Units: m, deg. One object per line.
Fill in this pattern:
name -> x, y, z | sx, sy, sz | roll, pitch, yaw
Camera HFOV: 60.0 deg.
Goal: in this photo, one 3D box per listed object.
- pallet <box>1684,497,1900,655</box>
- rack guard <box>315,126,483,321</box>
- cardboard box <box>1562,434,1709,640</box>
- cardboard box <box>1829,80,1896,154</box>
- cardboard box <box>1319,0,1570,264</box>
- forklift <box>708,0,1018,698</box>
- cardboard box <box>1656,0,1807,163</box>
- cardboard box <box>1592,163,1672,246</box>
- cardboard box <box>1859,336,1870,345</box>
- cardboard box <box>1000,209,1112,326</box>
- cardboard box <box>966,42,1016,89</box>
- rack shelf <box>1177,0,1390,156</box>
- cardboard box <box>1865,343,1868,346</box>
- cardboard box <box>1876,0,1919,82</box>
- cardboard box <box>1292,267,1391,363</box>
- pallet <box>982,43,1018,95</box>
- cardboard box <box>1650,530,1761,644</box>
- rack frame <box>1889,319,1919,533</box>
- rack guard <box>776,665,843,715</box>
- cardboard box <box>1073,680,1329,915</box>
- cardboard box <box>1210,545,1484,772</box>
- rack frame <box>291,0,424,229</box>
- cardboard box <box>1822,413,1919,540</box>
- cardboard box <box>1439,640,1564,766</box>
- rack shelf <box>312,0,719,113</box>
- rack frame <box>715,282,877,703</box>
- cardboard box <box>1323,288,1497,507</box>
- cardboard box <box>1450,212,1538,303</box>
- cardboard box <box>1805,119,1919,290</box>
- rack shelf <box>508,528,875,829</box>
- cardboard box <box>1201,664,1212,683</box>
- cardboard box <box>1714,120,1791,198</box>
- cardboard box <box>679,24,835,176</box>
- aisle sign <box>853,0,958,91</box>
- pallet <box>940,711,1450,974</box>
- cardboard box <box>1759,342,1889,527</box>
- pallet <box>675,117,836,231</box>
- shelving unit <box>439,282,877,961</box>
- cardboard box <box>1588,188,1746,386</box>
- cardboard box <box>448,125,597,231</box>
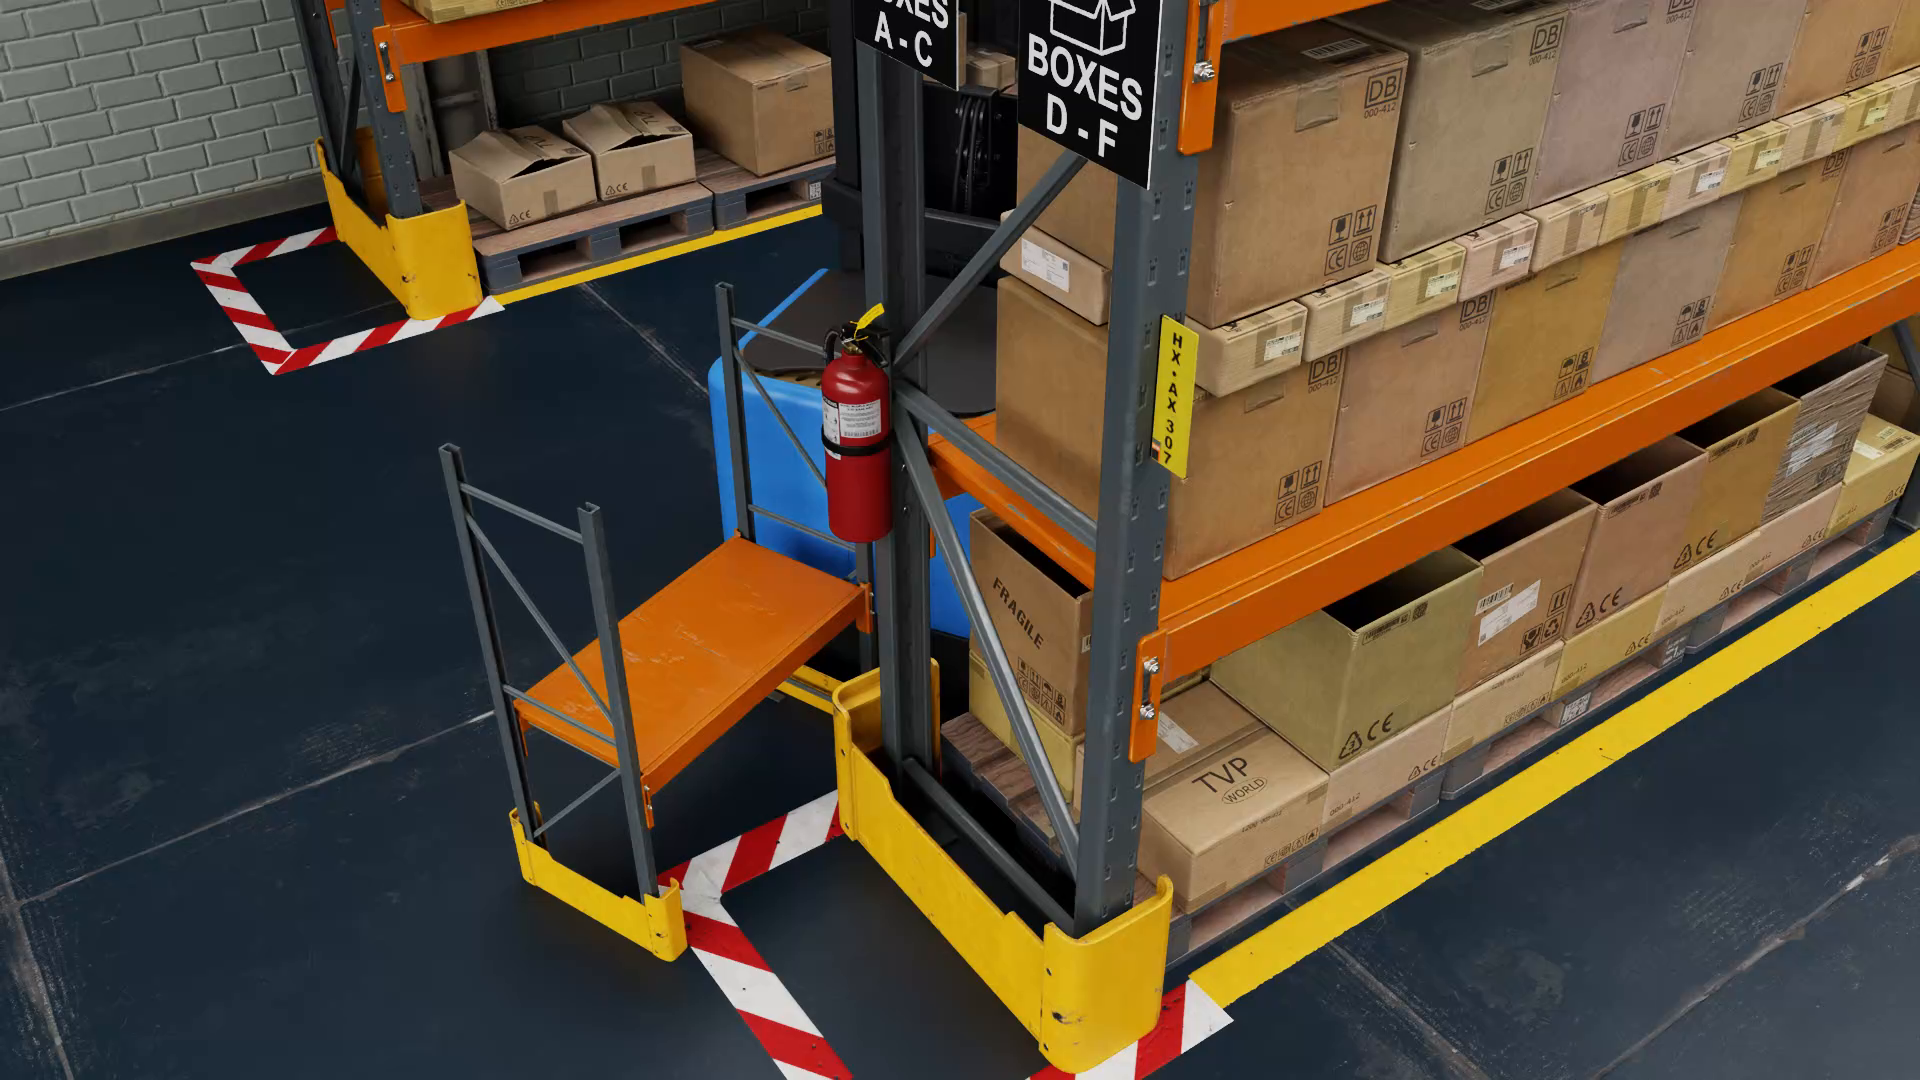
pallet -> 2.700, -0.126, 6.245 | 1.213, 0.211, 1.003 | -22, 41, -28
rack guard -> -2.690, -1.534, 7.955 | 0.348, 0.500, 1.175 | -22, 41, -28
cardboard box -> 1.899, -0.096, 5.168 | 0.500, 0.500, 0.500 | -22, 41, -28
cardboard box -> 2.442, -1.275, 4.812 | 0.250, 0.149, 0.380 | -23, 41, -28
cardboard box -> 0.963, -1.076, 3.980 | 0.500, 0.500, 0.700 | -24, 42, -29
forklift -> 0.252, -1.524, 5.858 | 1.130, 2.935, 3.031 | 14, 38, 19
cardboard box -> 1.784, -1.414, 4.451 | 0.500, 0.500, 0.700 | -22, 41, -28
cardboard box -> 1.601, -0.928, 4.330 | 0.250, 0.149, 0.380 | -23, 42, -28
cardboard box -> 3.540, -1.061, 6.671 | 0.500, 0.311, 0.500 | -22, 41, -28
cardboard box -> 0.307, -0.684, 3.991 | 0.250, 0.149, 0.380 | -23, 42, -29
cardboard box -> 0.097, -2.703, 9.489 | 0.250, 0.166, 0.380 | -28, 44, -33
rack shelf -> 1.739, -1.759, 4.174 | 4.000, 0.370, 1.077 | -22, 41, -28
cardboard box -> 3.546, -0.838, 6.841 | 0.500, 0.250, 0.500 | -23, 42, -28
cardboard box -> 2.603, -1.750, 4.918 | 0.500, 0.500, 0.700 | -22, 41, -28
cardboard box -> 0.764, -0.584, 3.851 | 0.250, 0.149, 0.380 | -24, 42, -29
pallet -> -0.011, -2.494, 9.537 | 1.213, 0.211, 1.003 | -22, 41, -28
cardboard box -> 2.306, 0.039, 5.622 | 0.500, 0.250, 0.500 | -22, 41, -28
rack frame -> 3.374, -1.506, 5.775 | 0.127, 3.000, 1.000 | -22, 41, -28
rack guard -> -0.473, 0.475, 5.375 | 0.587, 0.250, 0.087 | 21, 41, 27
cardboard box -> 0.671, 0.711, 4.687 | 0.500, 0.250, 0.500 | -22, 41, -28
cardboard box -> 1.079, 0.238, 4.704 | 0.500, 0.500, 0.500 | -22, 41, -28
rack frame -> -2.752, -2.523, 7.189 | 0.127, 3.000, 1.000 | -22, 41, -28
cardboard box -> 3.121, -0.300, 6.093 | 0.500, 0.250, 0.500 | -22, 41, -28
cardboard box -> 1.486, 0.373, 5.157 | 0.500, 0.250, 0.500 | -22, 41, -28
rack shelf -> -1.117, -2.904, 8.335 | 4.000, 0.370, 1.077 | -22, 41, -28
rack frame -> -0.473, -0.033, 5.011 | 0.500, 1.500, 0.032 | 21, 41, 27
cardboard box -> 0.920, -0.531, 4.333 | 0.500, 0.500, 0.700 | -21, 41, -27
cardboard box -> 1.176, -0.751, 4.084 | 0.250, 0.149, 0.380 | -23, 42, -29
cardboard box -> 2.588, -1.214, 5.283 | 0.500, 0.500, 0.700 | -23, 42, -28
rack shelf -> -0.754, 0.361, 4.772 | 0.538, 0.185, 1.000 | 21, 41, 27
cardboard box -> 0.774, 0.290, 5.273 | 0.500, 0.250, 0.500 | -22, 41, -28
cardboard box -> 2.021, -1.099, 4.568 | 0.250, 0.149, 0.380 | -21, 41, -26
cardboard box -> -1.040, -2.292, 8.631 | 0.500, 0.500, 0.700 | -25, 43, -31
aisle sign -> -0.118, -1.334, 3.309 | 0.004, 0.787, 0.394 | -22, 41, -28
pallet -> 0.705, 0.694, 5.104 | 1.213, 0.211, 1.003 | -22, 41, -28
cardboard box -> 2.705, -0.442, 5.648 | 0.500, 0.500, 0.500 | -22, 41, -28
pallet -> -1.009, -2.081, 8.963 | 1.213, 0.211, 1.003 | -22, 41, -28
shelving unit -> -0.749, 0.210, 4.673 | 0.587, 1.500, 1.083 | 21, 41, 27
cardboard box -> 1.757, -0.874, 4.810 | 0.500, 0.500, 0.700 | -21, 41, -27
cardboard box -> -2.135, -1.800, 8.110 | 0.500, 0.311, 0.500 | -28, 44, -33
